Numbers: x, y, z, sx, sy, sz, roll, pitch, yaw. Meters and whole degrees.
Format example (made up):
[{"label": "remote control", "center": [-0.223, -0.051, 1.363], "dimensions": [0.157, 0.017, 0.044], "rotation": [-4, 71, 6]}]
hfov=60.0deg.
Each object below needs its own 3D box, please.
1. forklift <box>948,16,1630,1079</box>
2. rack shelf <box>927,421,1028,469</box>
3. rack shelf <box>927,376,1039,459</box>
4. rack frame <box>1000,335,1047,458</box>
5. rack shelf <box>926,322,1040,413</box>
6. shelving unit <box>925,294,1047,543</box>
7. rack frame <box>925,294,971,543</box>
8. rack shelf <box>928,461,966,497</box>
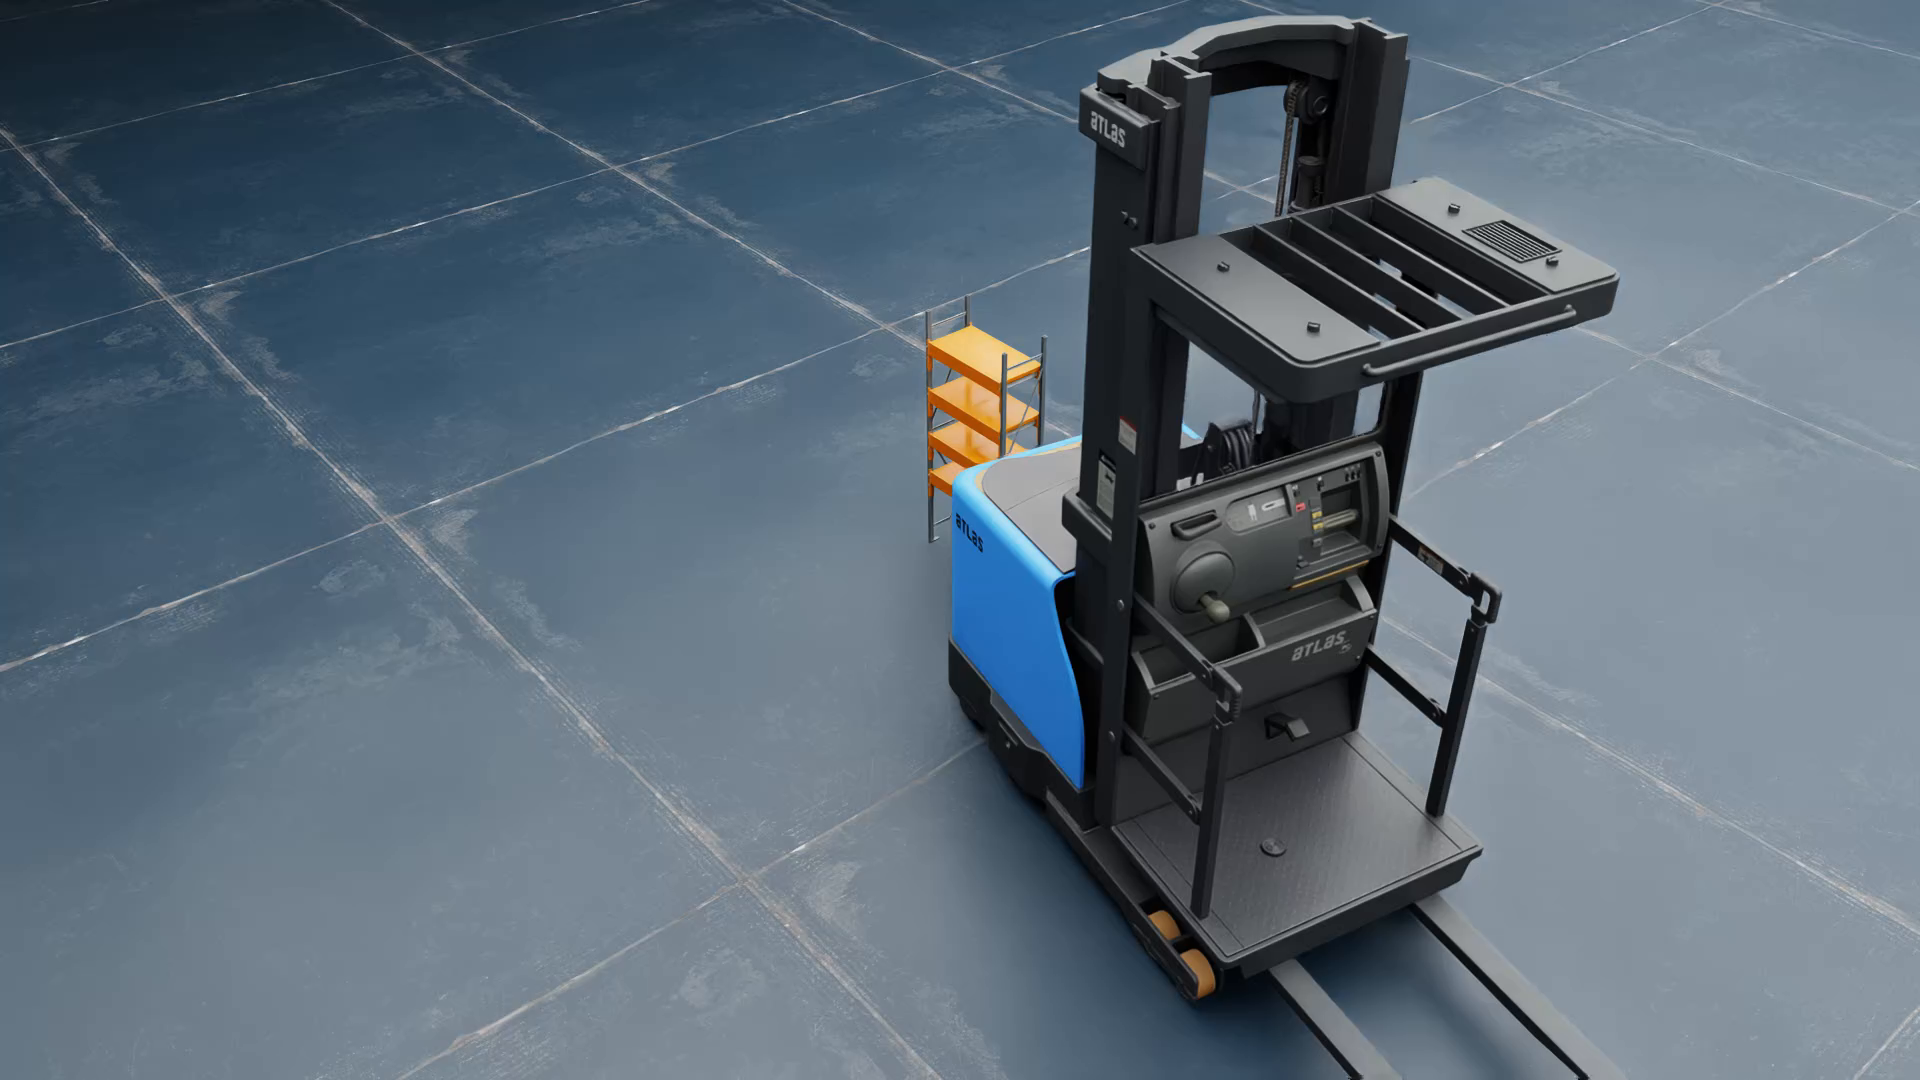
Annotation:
[{"label": "forklift", "center": [1.090, 0.043, 5.153], "dimensions": [1.130, 2.935, 3.031], "rotation": [-17, 39, -23]}, {"label": "rack shelf", "center": [0.107, -0.362, 7.339], "dimensions": [0.258, 0.148, 0.480], "rotation": [-26, 43, -32]}, {"label": "rack shelf", "center": [0.107, -0.544, 7.210], "dimensions": [0.258, 0.148, 0.480], "rotation": [-26, 43, -32]}, {"label": "rack frame", "center": [0.264, -0.309, 7.148], "dimensions": [0.240, 1.200, 0.015], "rotation": [-26, 43, -32]}, {"label": "rack shelf", "center": [0.107, -0.737, 7.073], "dimensions": [0.258, 0.148, 0.480], "rotation": [-26, 43, -32]}, {"label": "shelving unit", "center": [0.107, -0.417, 7.300], "dimensions": [0.258, 1.200, 0.503], "rotation": [-26, 43, -32]}, {"label": "rack frame", "center": [-0.051, -0.524, 7.452], "dimensions": [0.240, 1.200, 0.015], "rotation": [-26, 43, -32]}, {"label": "rack shelf", "center": [0.107, -0.200, 7.454], "dimensions": [0.258, 0.148, 0.480], "rotation": [-26, 43, -32]}]
